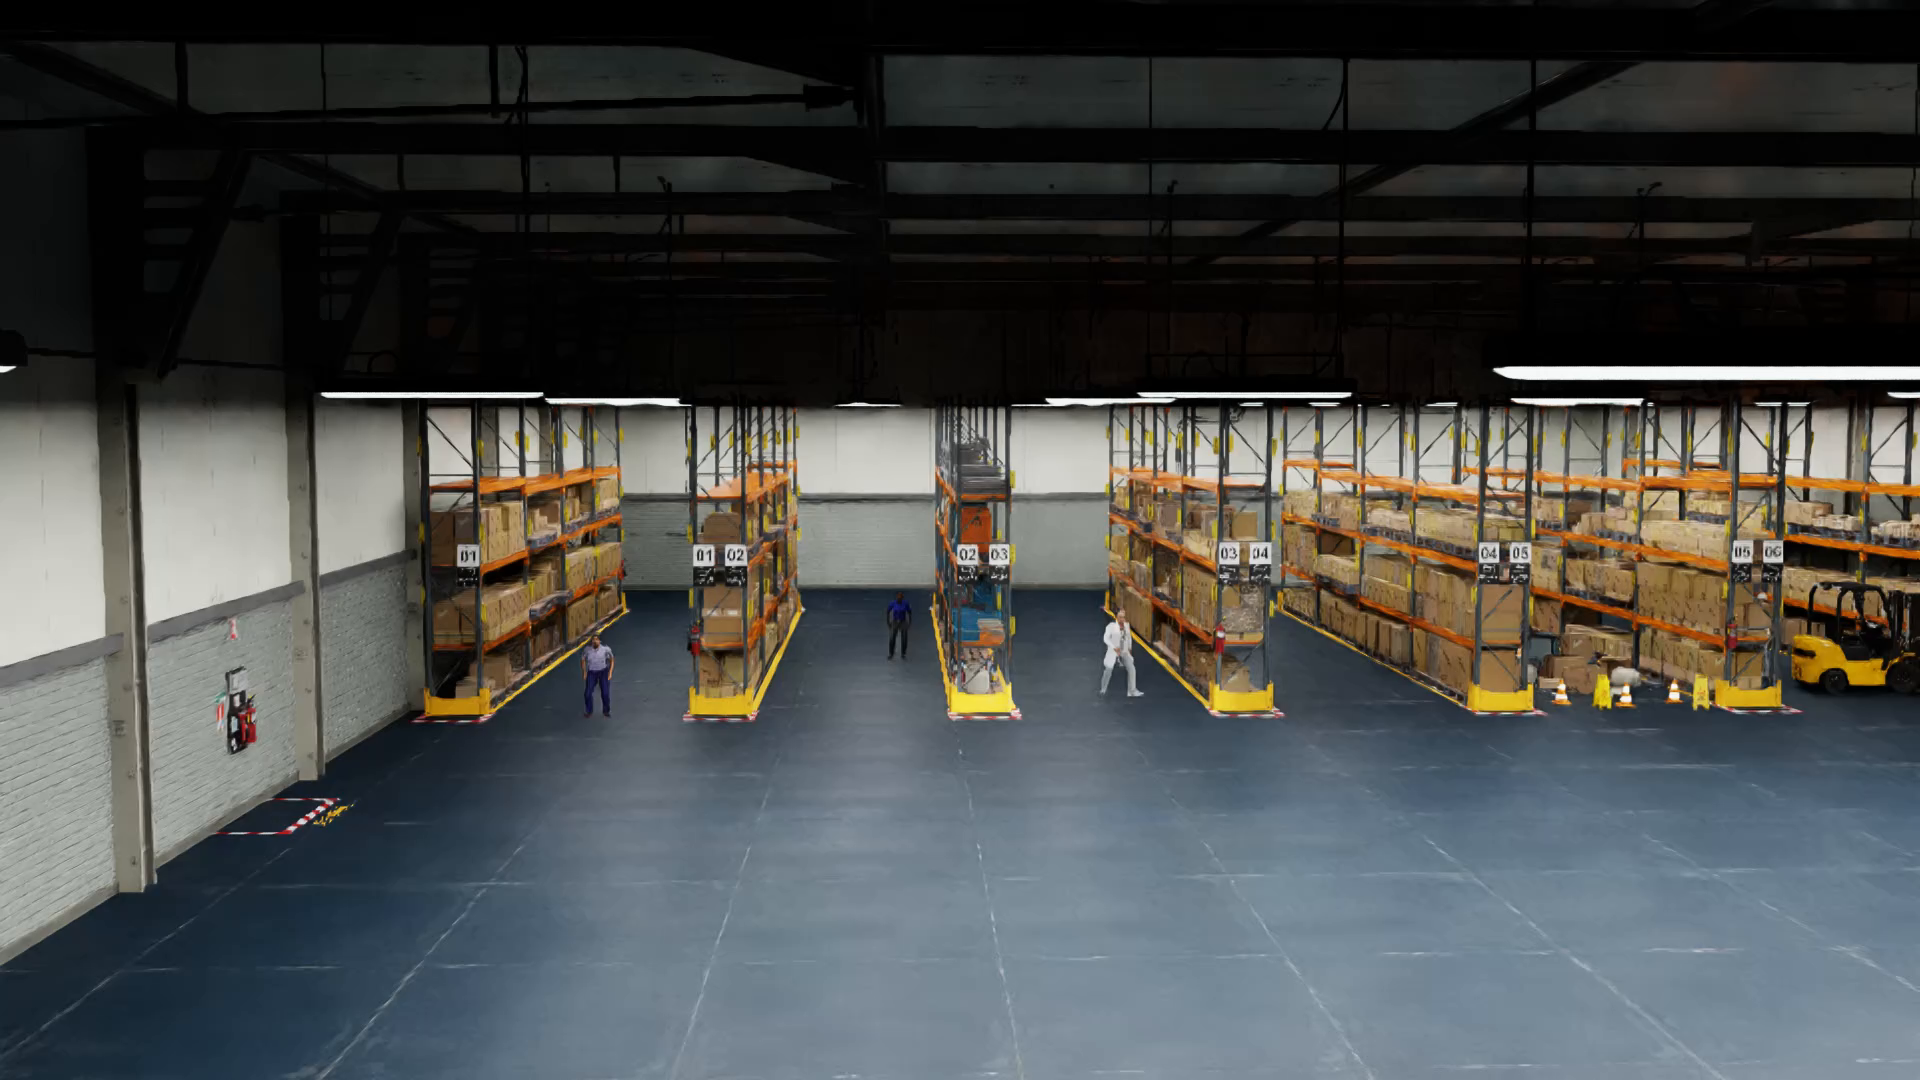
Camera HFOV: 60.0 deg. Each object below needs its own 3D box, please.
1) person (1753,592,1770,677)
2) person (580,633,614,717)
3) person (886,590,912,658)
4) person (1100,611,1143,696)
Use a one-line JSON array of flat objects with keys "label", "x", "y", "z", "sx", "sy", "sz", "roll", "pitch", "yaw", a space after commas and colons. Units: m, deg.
[{"label": "person", "x": 17.108, "y": 2.010, "z": 35.655, "sx": 0.498, "sy": 1.784, "sz": 0.614, "roll": 2, "pitch": 5, "yaw": 27}, {"label": "person", "x": -6.737, "y": 2.502, "z": 30.913, "sx": 0.626, "sy": 1.594, "sz": 0.511, "roll": 0, "pitch": 5, "yaw": -4}, {"label": "person", "x": -1.400, "y": 1.929, "z": 38.142, "sx": 0.592, "sy": 1.604, "sz": 0.513, "roll": 0, "pitch": 5, "yaw": -4}, {"label": "person", "x": 3.155, "y": 2.245, "z": 33.187, "sx": 0.735, "sy": 1.712, "sz": 0.905, "roll": -2, "pitch": 5, "yaw": -19}]
